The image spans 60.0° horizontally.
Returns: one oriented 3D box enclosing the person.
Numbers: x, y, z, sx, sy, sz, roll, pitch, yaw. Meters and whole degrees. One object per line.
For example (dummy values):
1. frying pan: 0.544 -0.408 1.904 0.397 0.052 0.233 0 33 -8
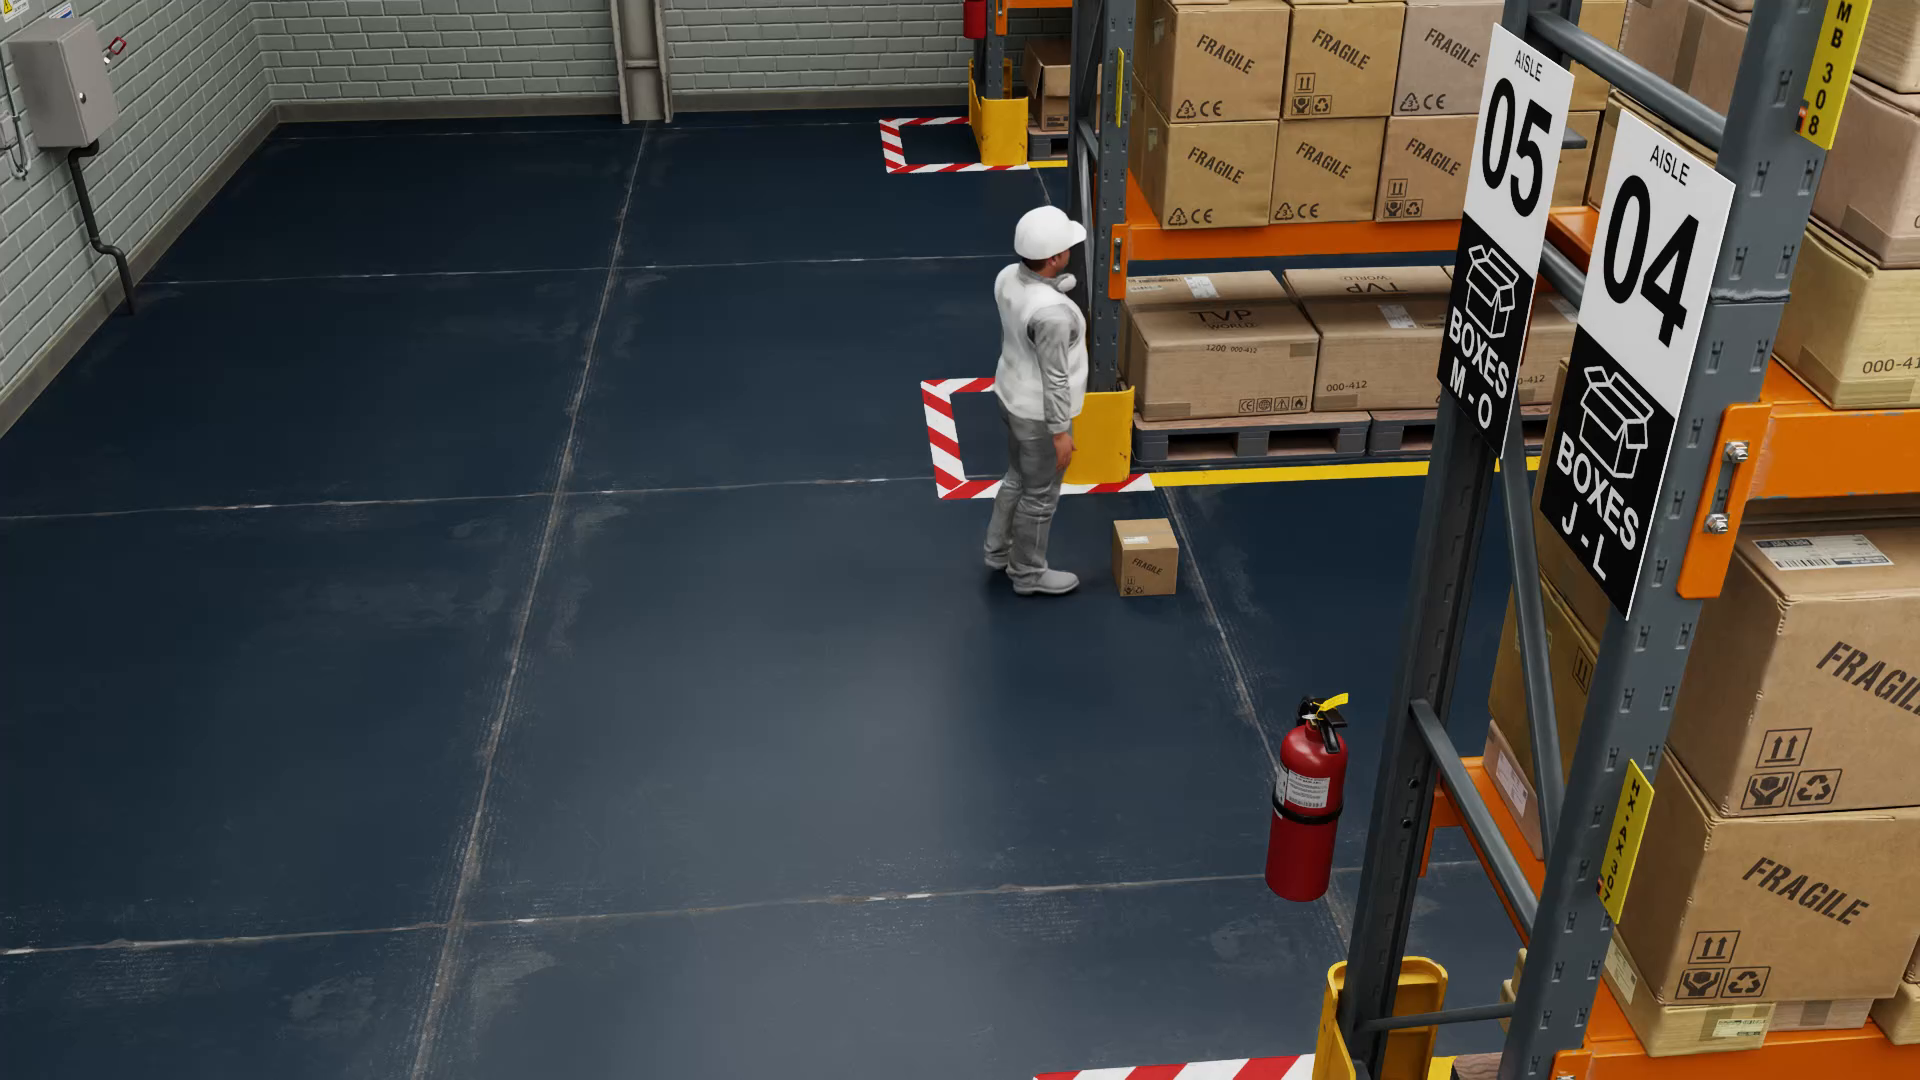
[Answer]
1. person: 0.332 -0.557 7.024 0.378 1.810 0.582 -9 32 -14
